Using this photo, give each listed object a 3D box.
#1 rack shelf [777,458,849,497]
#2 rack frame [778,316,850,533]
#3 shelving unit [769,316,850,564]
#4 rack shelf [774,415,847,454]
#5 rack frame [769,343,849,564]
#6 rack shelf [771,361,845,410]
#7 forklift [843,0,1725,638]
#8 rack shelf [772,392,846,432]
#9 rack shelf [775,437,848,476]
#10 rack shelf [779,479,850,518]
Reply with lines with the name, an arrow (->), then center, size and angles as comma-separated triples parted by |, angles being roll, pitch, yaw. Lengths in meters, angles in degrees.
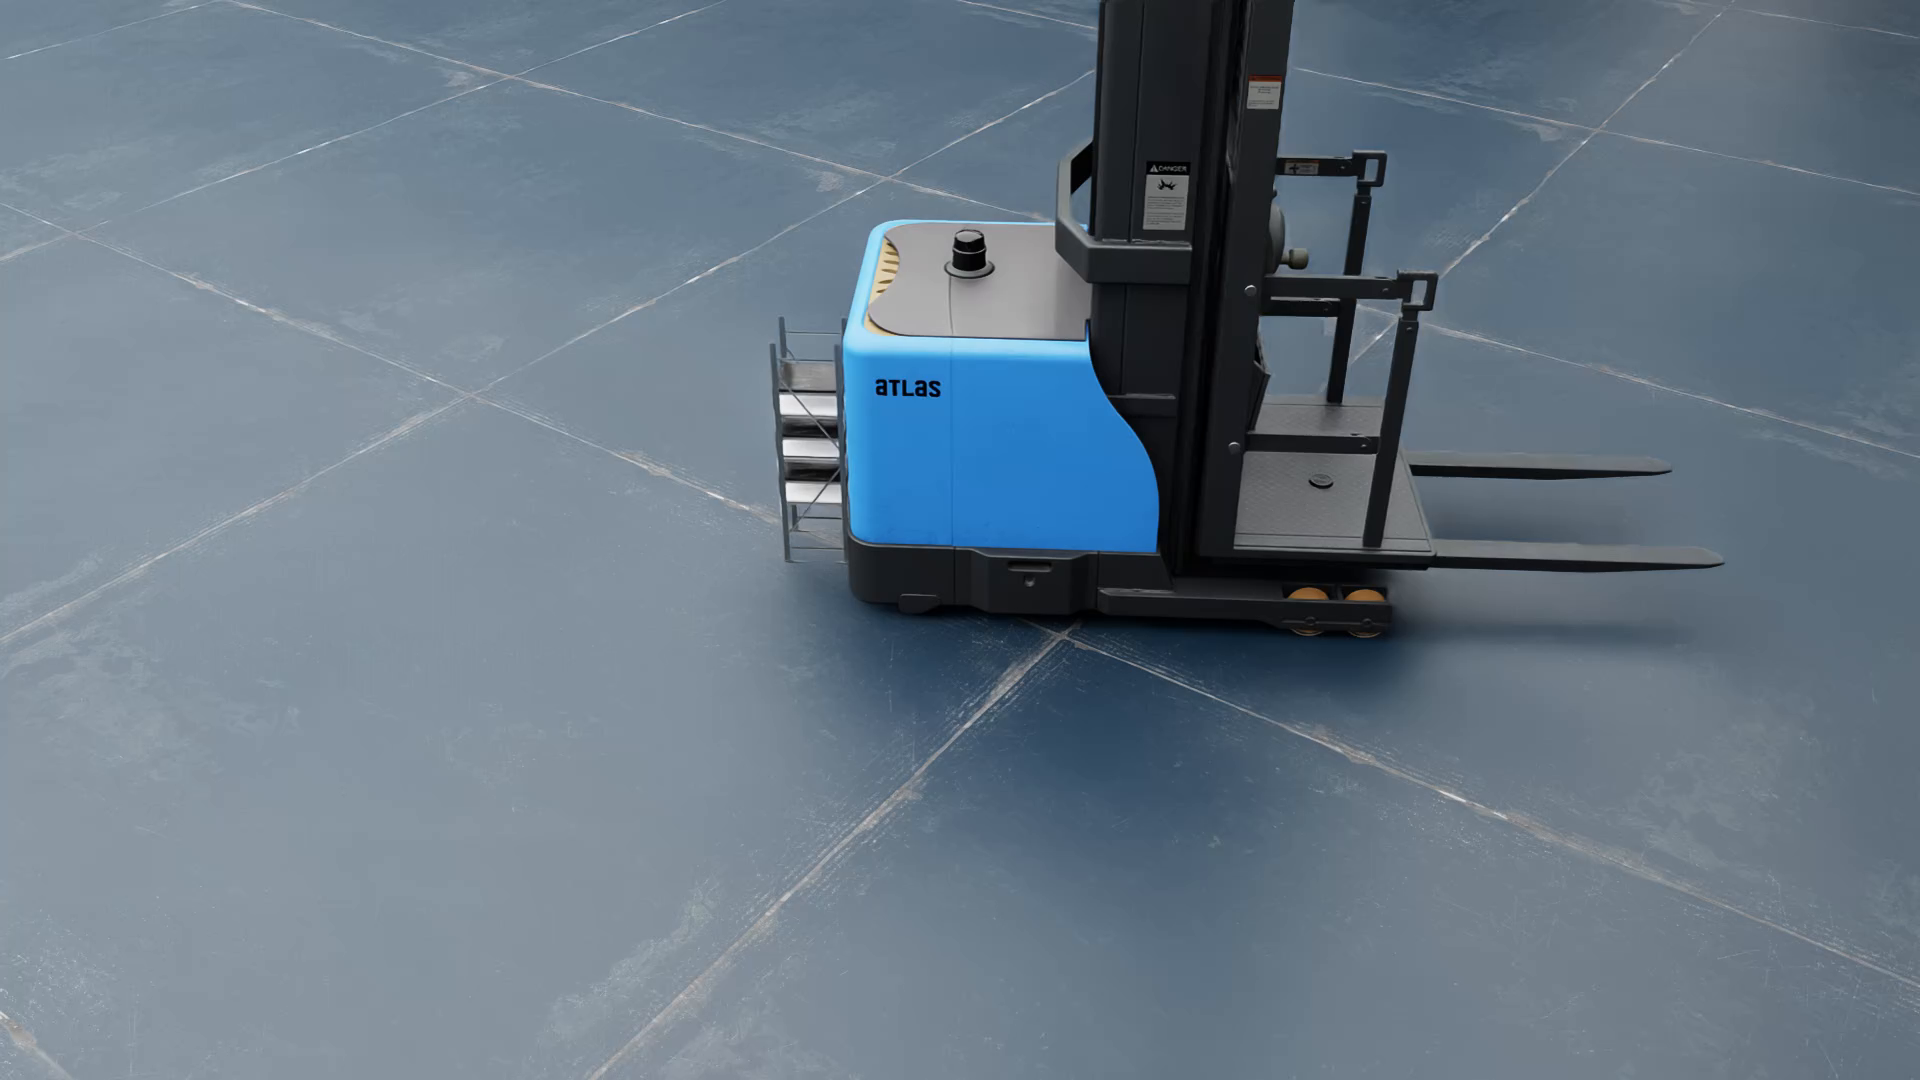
rack shelf -> -0.519, -0.245, 6.029 | 0.258, 0.077, 0.200 | 2, 34, 3
rack frame -> -0.513, -0.404, 6.044 | 0.240, 0.900, 0.006 | 2, 34, 3
shelving unit -> -0.519, -0.347, 5.960 | 0.258, 0.900, 0.210 | 2, 34, 3
rack shelf -> -0.519, -0.394, 5.928 | 0.258, 0.077, 0.200 | 2, 34, 3
rack frame -> -0.525, -0.290, 5.876 | 0.240, 0.900, 0.006 | 2, 34, 3
rack shelf -> -0.519, -0.543, 5.827 | 0.258, 0.077, 0.200 | 2, 34, 3
forklift -> 1.146, -1.184, 5.385 | 3.031, 2.935, 1.130 | 2, 34, 3
rack shelf -> -0.519, -0.469, 5.878 | 0.258, 0.077, 0.200 | 2, 34, 3
rack shelf -> -0.519, -0.319, 5.978 | 0.258, 0.077, 0.200 | 2, 34, 3
rack shelf -> -0.519, -0.170, 6.079 | 0.258, 0.077, 0.200 | 2, 34, 3
